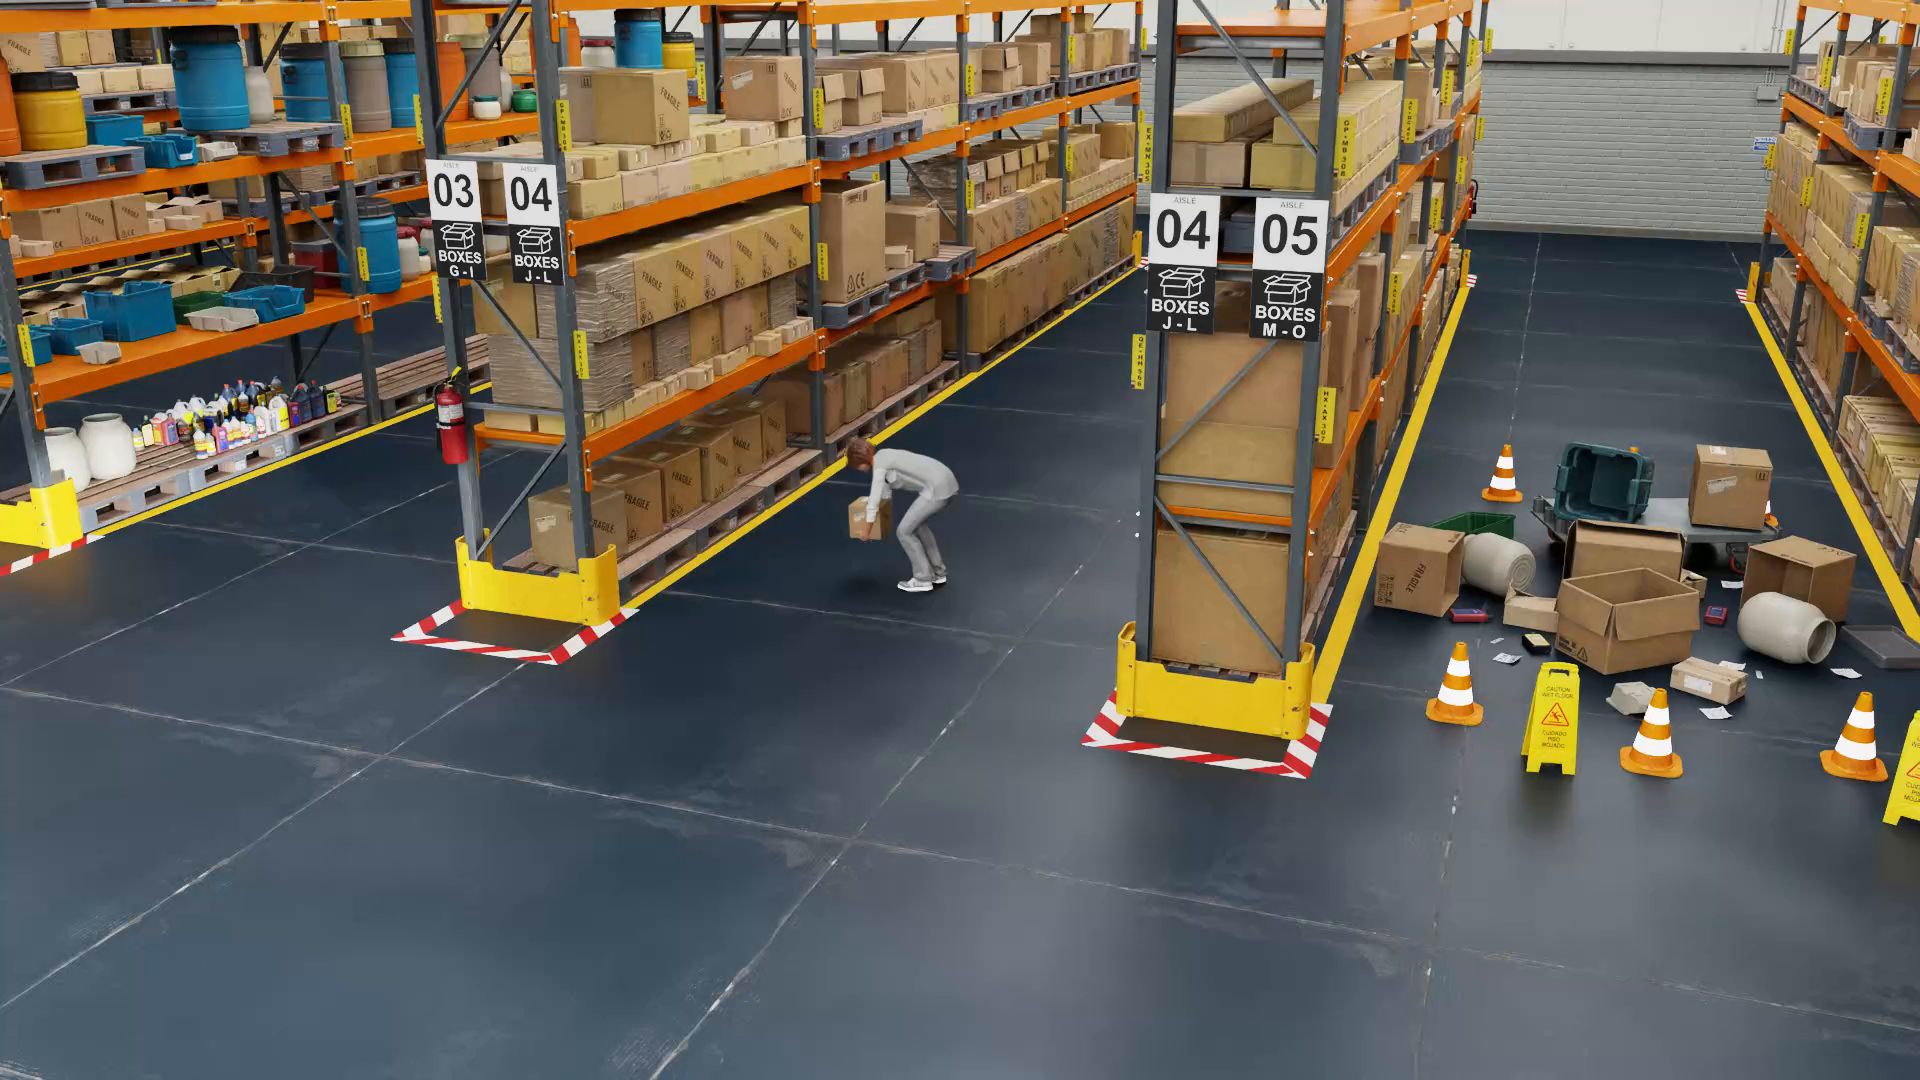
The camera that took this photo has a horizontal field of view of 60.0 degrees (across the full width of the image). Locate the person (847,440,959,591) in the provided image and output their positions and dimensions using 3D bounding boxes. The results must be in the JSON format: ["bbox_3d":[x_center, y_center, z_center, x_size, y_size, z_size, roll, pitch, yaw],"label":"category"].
[{"bbox_3d":[-0.429,-0.188,12.396,0.846,1.100,0.400,6,20,16],"label":"person"}]
